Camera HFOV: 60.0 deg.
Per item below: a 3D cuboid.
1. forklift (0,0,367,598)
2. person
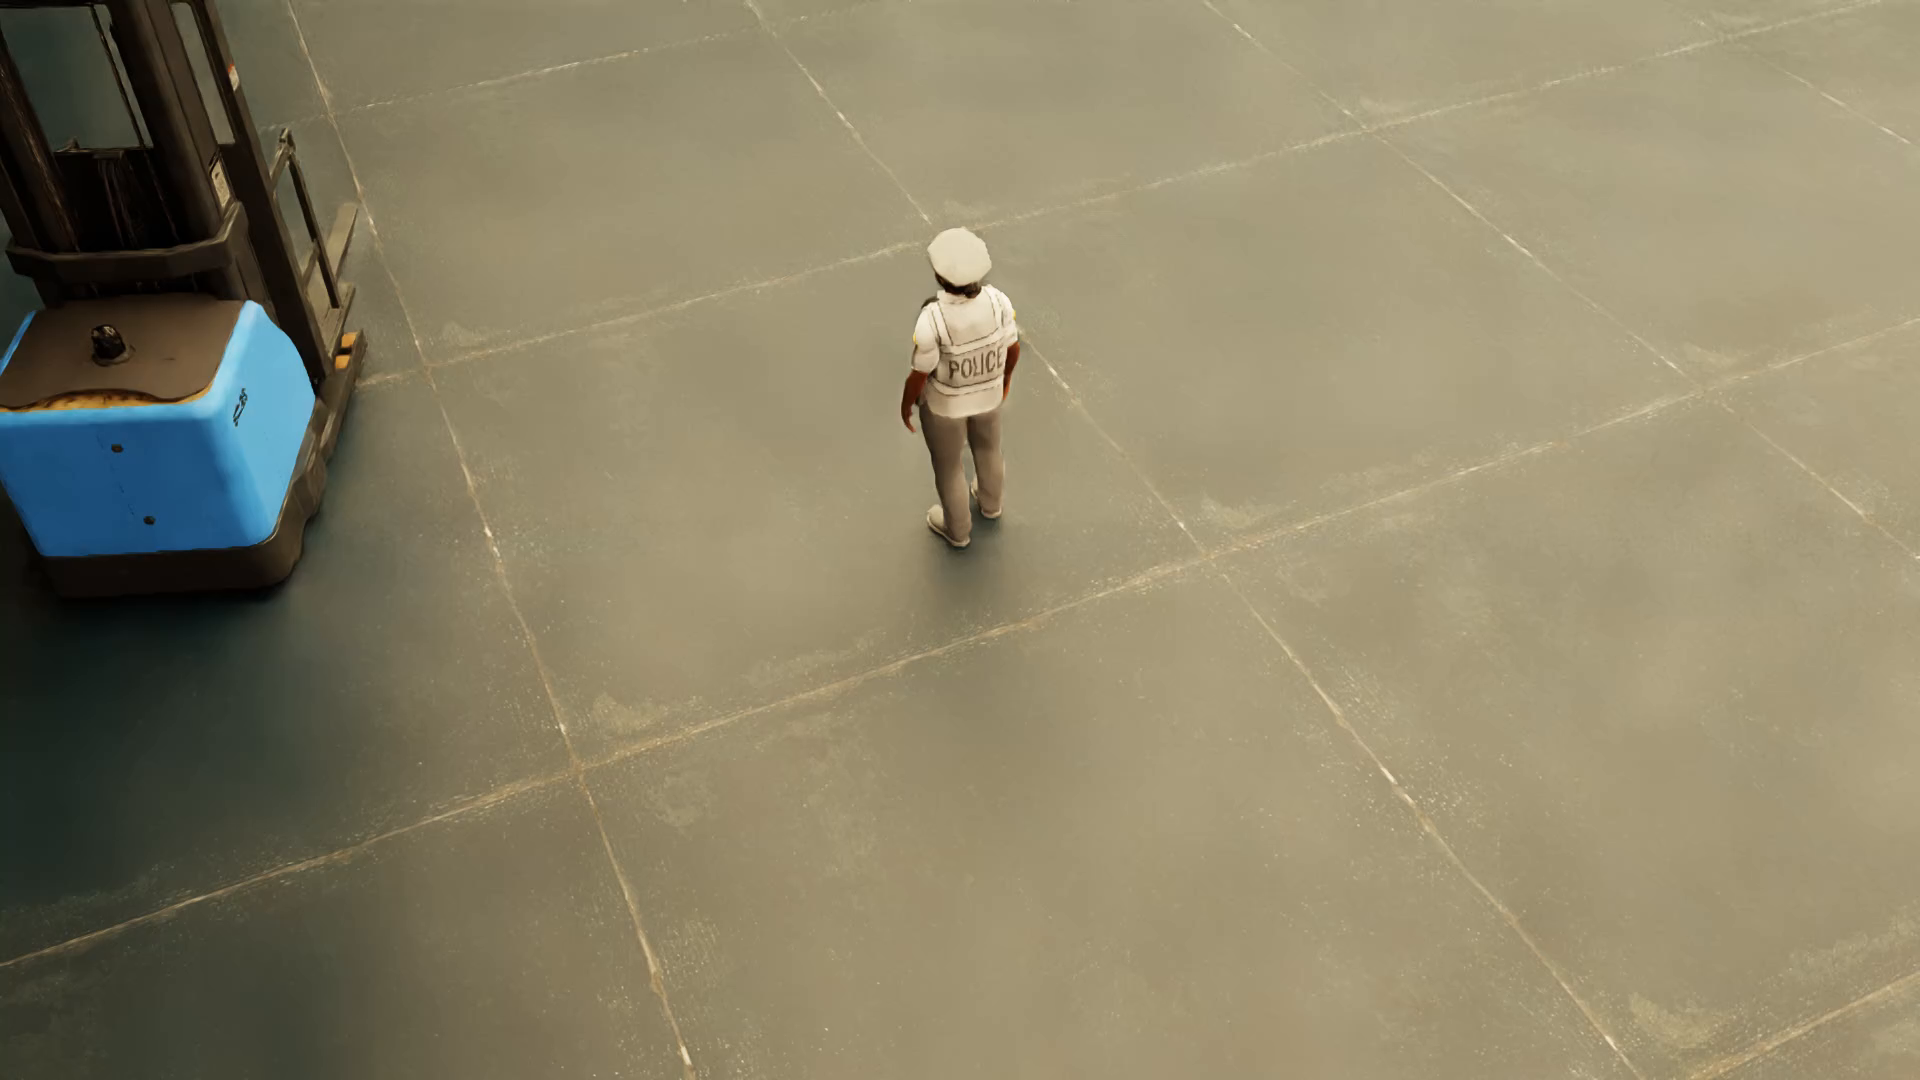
[{"bbox_3d":[-3.689,-1.812,7.622,1.130,2.935,3.031,-3,43,-4],"label":"forklift"},{"bbox_3d":[-0.014,-0.676,7.302,0.570,1.693,0.529,-18,46,-18],"label":"person"}]
